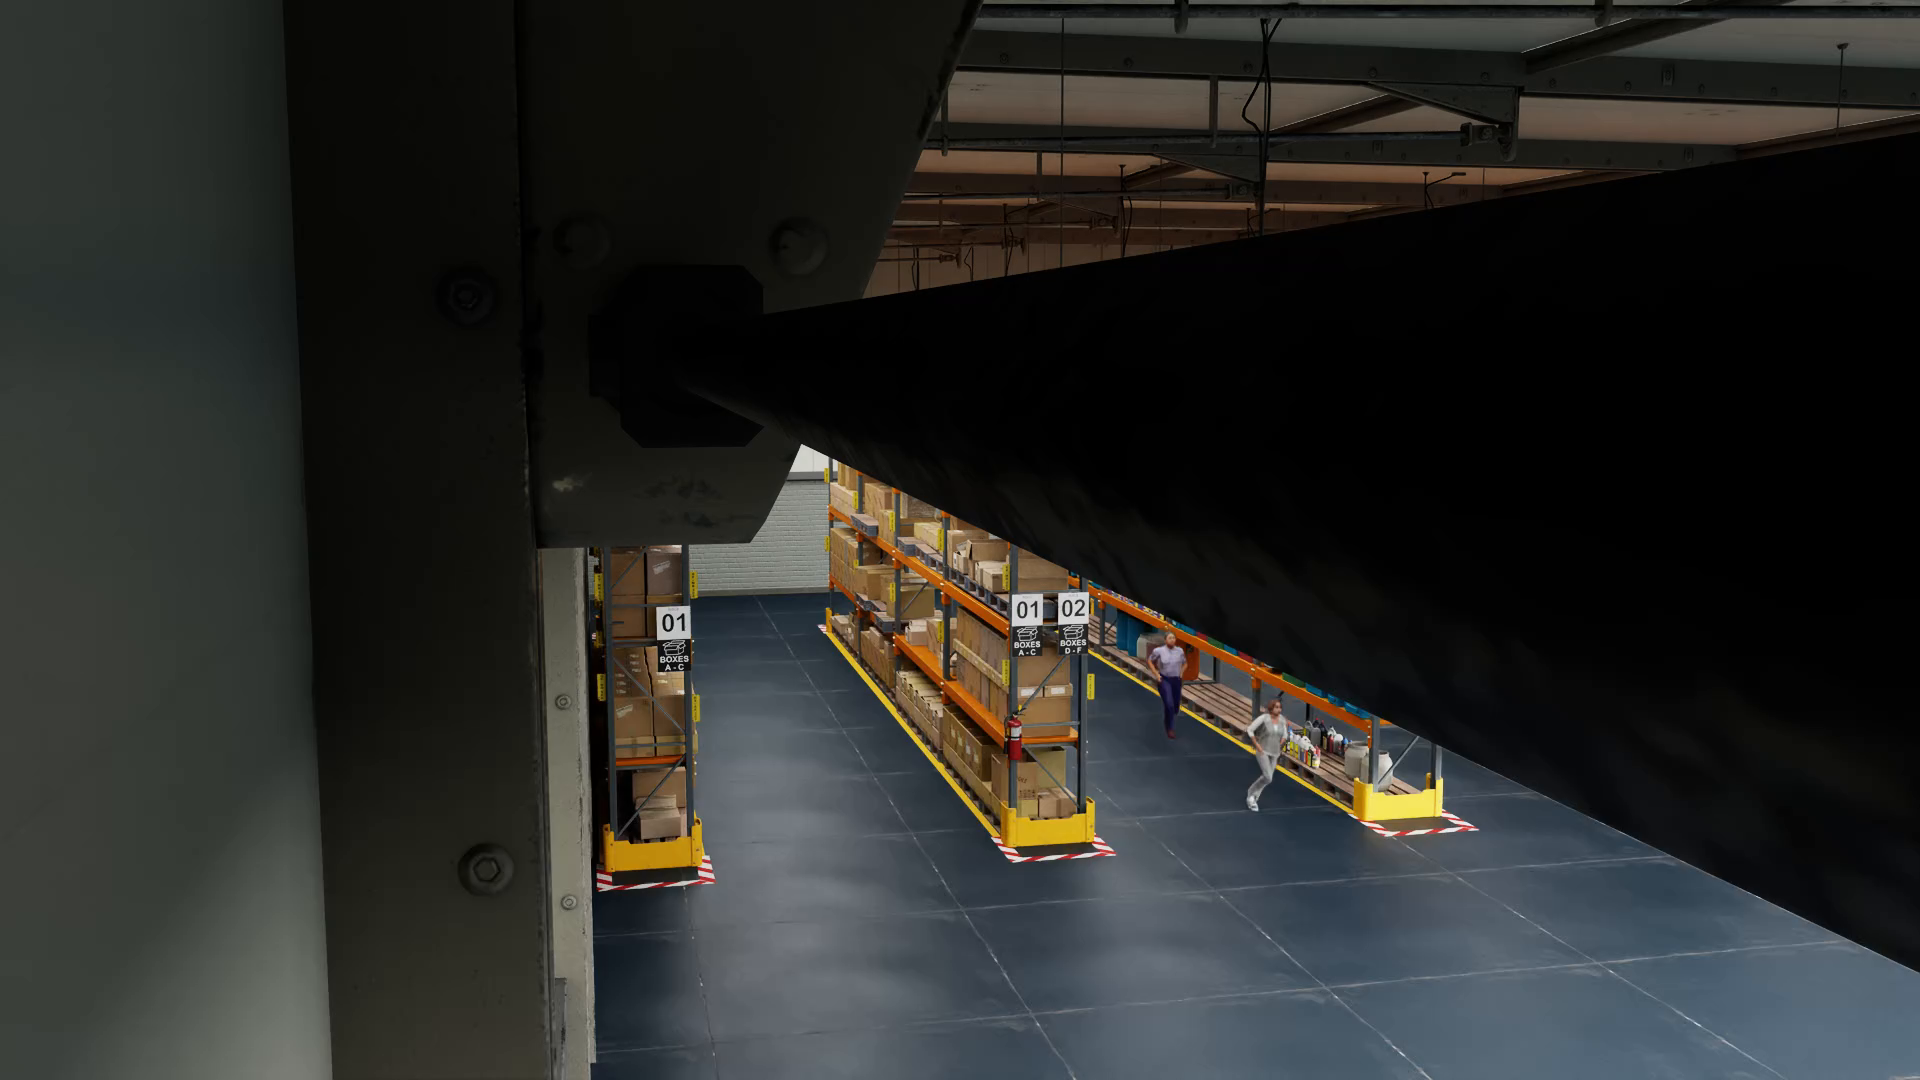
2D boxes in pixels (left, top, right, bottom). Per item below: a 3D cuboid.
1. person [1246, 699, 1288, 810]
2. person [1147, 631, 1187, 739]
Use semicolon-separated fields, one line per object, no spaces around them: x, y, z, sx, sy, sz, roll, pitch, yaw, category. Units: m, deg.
4.187;2.952;22.511;0.545;1.442;0.549;-3;7;-22;person
3.228;2.234;25.757;0.613;1.665;0.696;-2;7;-13;person
